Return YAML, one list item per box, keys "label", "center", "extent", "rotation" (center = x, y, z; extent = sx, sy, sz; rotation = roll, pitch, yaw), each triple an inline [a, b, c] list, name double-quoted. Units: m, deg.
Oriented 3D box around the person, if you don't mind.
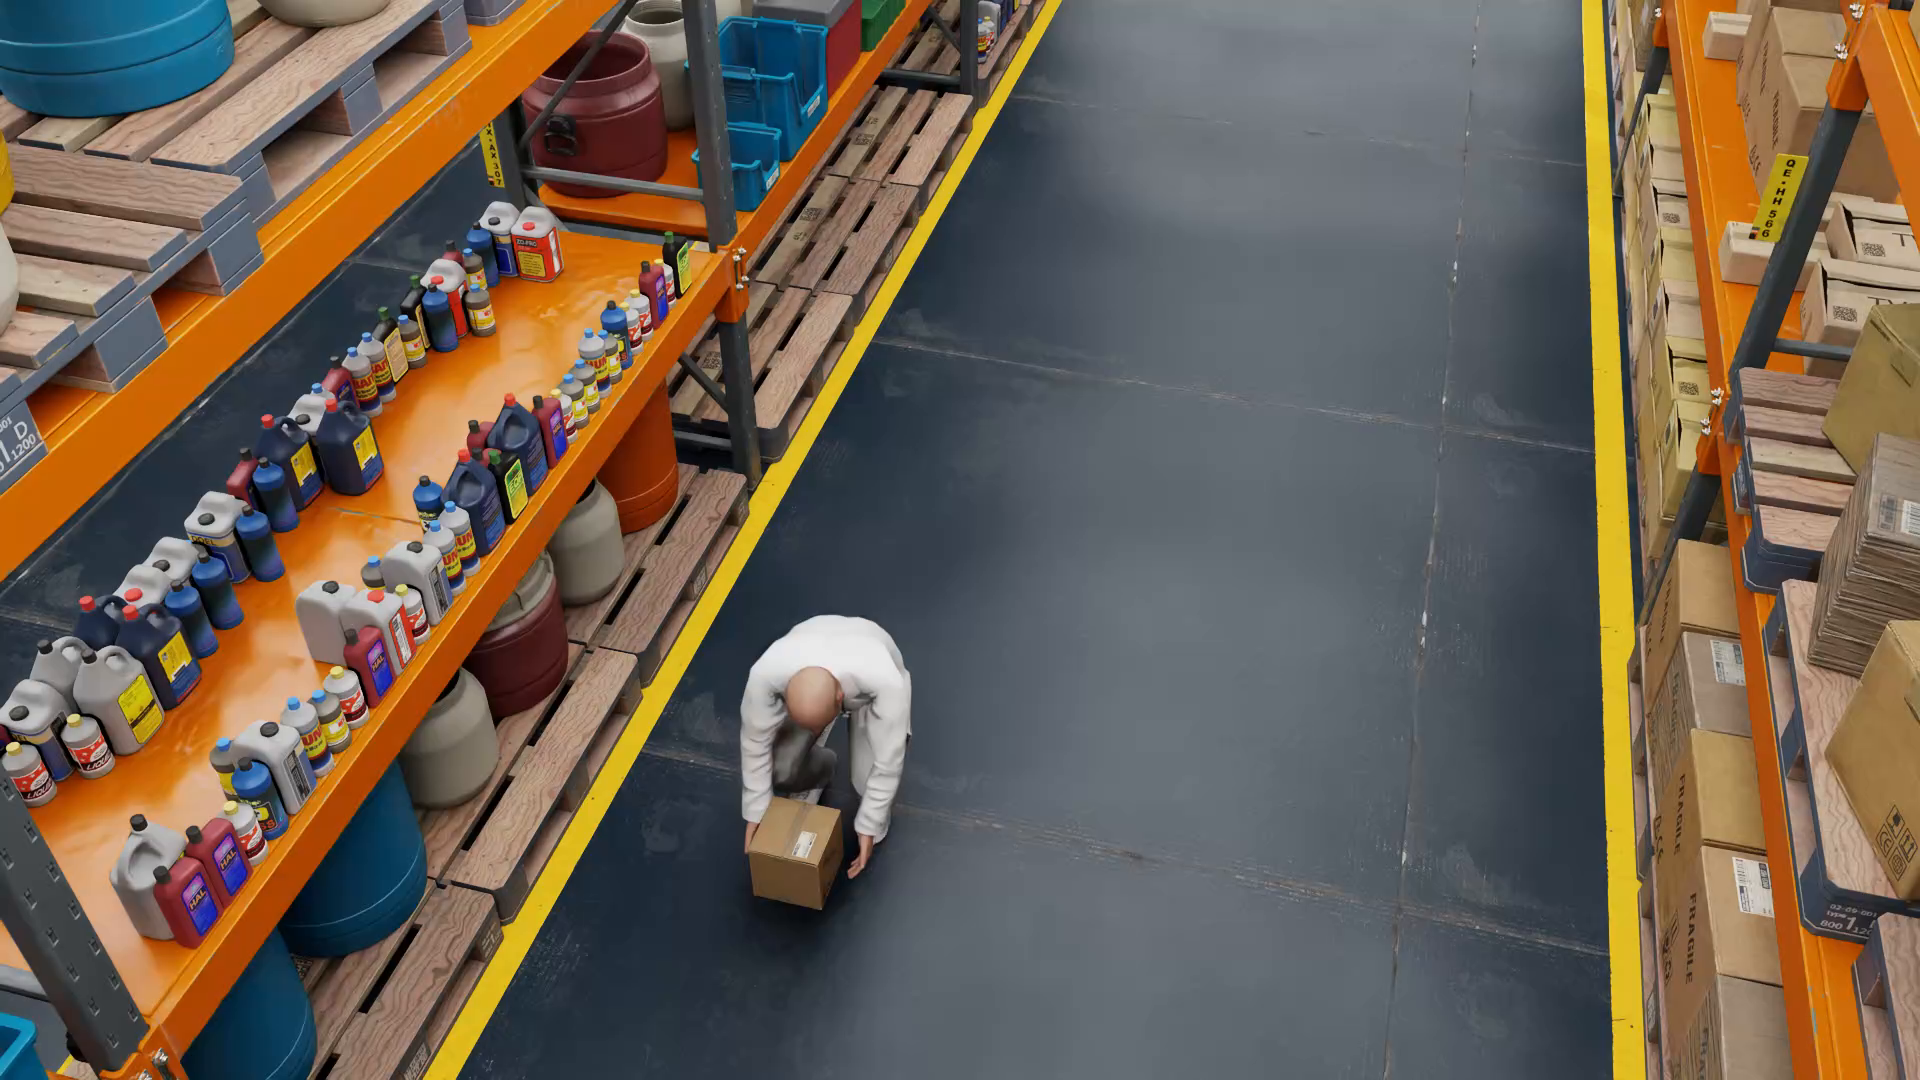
- label: "person"
  center: [-0.445, 0.667, 5.923]
  extent: [0.616, 1.084, 0.873]
  rotation: [10, 41, 11]
